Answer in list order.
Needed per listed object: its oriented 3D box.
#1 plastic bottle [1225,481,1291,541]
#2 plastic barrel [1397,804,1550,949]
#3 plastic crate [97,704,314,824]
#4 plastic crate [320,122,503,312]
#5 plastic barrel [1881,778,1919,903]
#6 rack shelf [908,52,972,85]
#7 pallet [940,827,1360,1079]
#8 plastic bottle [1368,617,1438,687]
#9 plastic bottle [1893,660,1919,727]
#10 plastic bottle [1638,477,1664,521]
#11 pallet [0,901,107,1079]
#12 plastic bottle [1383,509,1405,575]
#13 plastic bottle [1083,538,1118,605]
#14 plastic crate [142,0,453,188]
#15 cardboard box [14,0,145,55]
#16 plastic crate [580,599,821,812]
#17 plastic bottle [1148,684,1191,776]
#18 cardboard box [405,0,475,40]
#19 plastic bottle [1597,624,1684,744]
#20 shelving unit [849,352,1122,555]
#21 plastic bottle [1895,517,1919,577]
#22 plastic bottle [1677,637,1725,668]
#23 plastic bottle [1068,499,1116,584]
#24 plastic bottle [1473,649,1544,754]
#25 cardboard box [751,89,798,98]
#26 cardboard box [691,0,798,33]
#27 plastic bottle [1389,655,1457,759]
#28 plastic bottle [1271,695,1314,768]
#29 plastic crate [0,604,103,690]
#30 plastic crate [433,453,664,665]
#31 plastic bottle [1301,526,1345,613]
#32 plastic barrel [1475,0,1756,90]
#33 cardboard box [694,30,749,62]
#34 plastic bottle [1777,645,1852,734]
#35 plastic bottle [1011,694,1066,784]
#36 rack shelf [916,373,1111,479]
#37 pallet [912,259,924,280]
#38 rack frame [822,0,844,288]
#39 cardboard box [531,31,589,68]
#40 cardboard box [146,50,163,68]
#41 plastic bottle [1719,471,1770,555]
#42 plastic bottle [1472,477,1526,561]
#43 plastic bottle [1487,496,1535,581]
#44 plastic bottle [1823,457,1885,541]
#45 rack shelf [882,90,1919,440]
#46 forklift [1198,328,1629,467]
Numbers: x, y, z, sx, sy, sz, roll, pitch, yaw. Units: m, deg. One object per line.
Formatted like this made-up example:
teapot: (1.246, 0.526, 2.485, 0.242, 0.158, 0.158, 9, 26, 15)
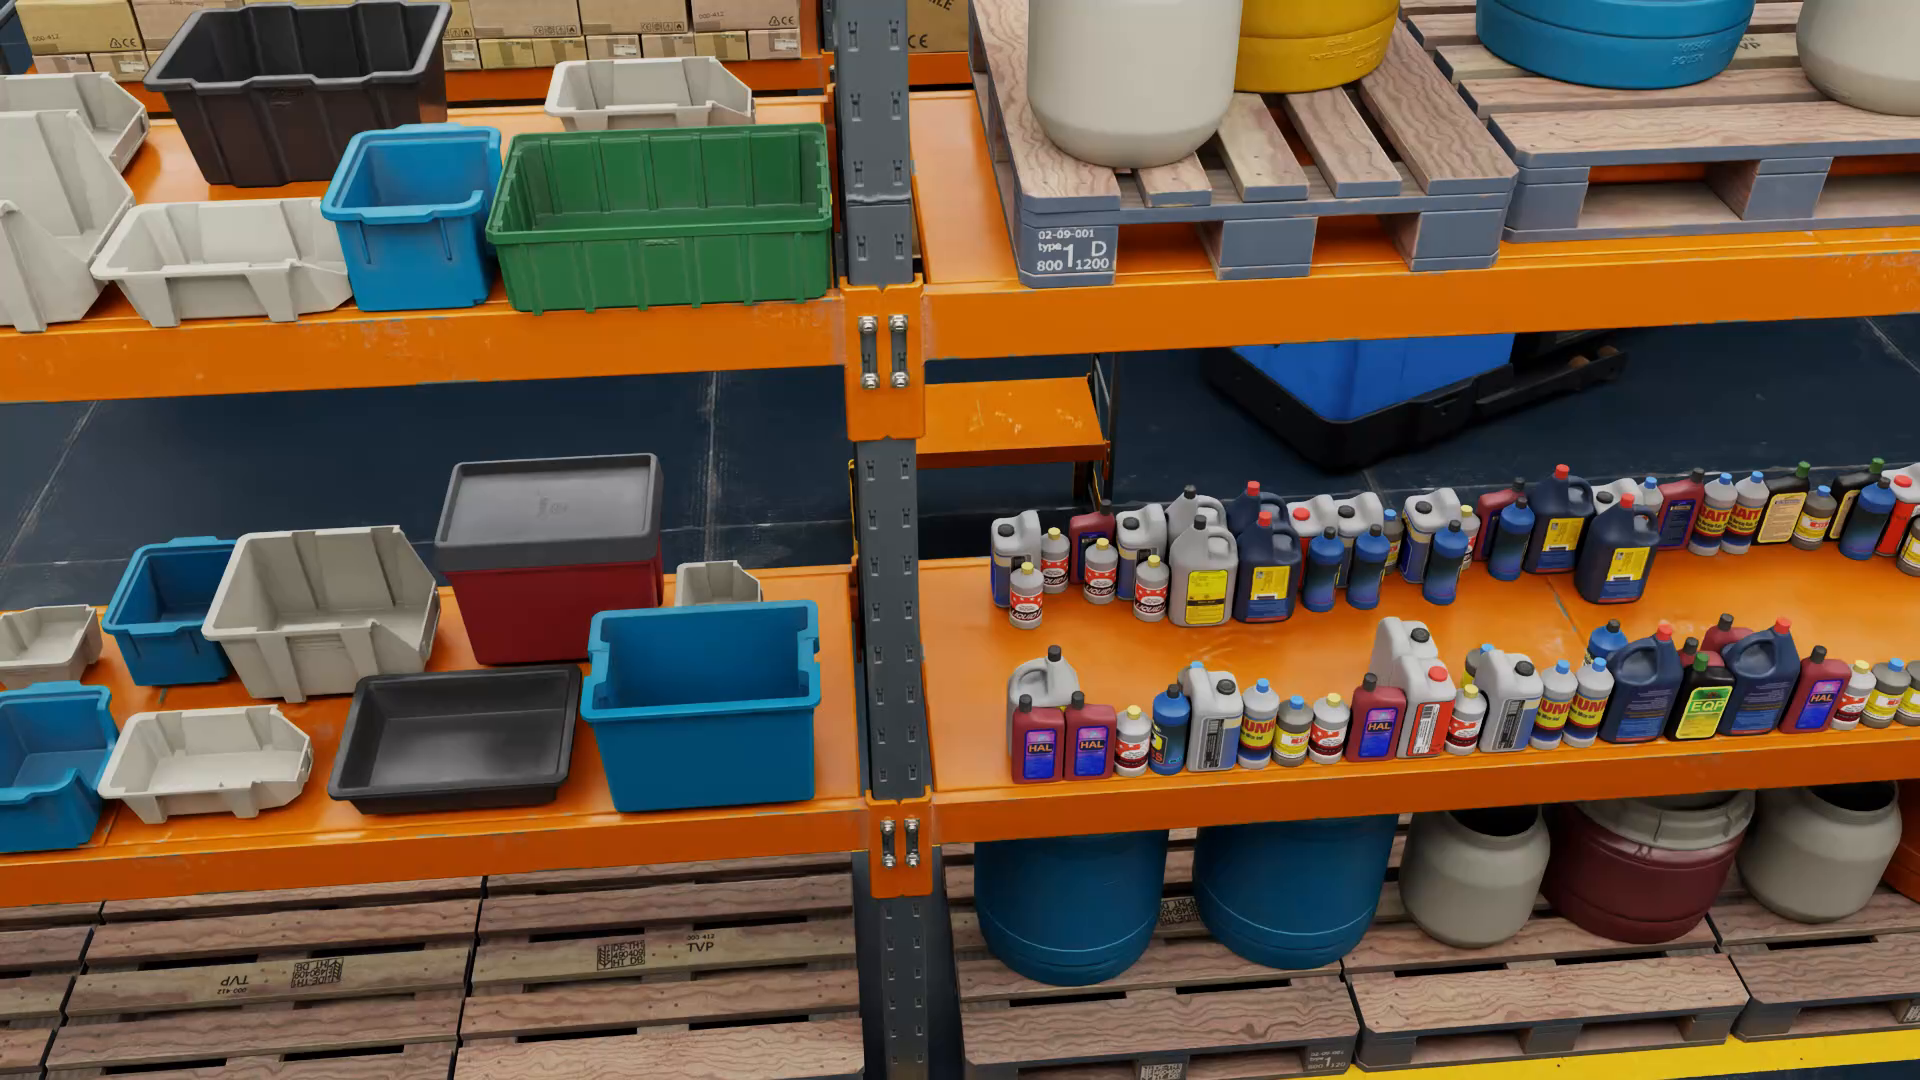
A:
plastic bottle: (0.869, -0.024, 4.898, 0.185, 0.351, 0.144, -3, 38, -4)
plastic barrel: (1.617, 0.997, 5.234, 0.421, 0.512, 0.421, 0, 38, 0)
plastic crate: (-1.909, 0.580, 4.257, 0.466, 0.136, 0.293, -3, 38, -4)
plastic crate: (-1.080, -0.646, 3.360, 0.300, 0.233, 0.416, -3, 38, -4)
plastic barrel: (3.297, 0.724, 5.323, 0.708, 0.830, 0.600, -3, 38, -4)
rack shelf: (1.352, -2.664, 8.785, 4.000, 0.370, 1.077, -3, 38, -4)
pallet: (0.571, 1.298, 5.435, 1.213, 0.211, 1.003, -3, 38, -4)
plastic bottle: (1.202, 0.333, 4.506, 0.135, 0.276, 0.152, -3, 38, -4)
plastic bottle: (2.586, 0.398, 4.485, 0.097, 0.201, 0.097, 0, 38, 0)
plastic bottle: (2.055, -0.072, 5.024, 0.097, 0.271, 0.097, 0, 38, 0)
pallet: (-3.361, 1.512, 5.163, 1.213, 0.211, 1.003, -3, 38, -4)
plastic bottle: (1.276, -0.002, 4.991, 0.097, 0.201, 0.097, 0, 38, 0)
plastic bottle: (0.414, 0.083, 4.883, 0.097, 0.201, 0.097, 0, 38, 0)
plastic crate: (-1.463, -1.008, 3.790, 0.590, 0.269, 0.497, -3, 38, -4)
cardboard box: (-4.123, -2.535, 7.922, 0.500, 0.250, 0.500, -4, 38, -5)
plastic crate: (-0.636, 0.438, 4.237, 0.575, 0.384, 0.392, -3, 38, -4)
plastic bottle: (0.545, 0.483, 4.320, 0.097, 0.271, 0.097, 0, 38, 0)
cardboard box: (-2.585, -2.624, 8.036, 0.500, 0.250, 0.500, -4, 38, -5)
plastic bottle: (1.800, 0.368, 4.402, 0.185, 0.351, 0.144, -3, 38, -4)
shelving unit: (0.076, -0.593, 6.791, 1.083, 1.500, 0.587, -3, 38, -4)
plastic bottle: (2.892, 0.004, 4.984, 0.097, 0.201, 0.097, 0, 38, 0)
plastic bottle: (1.957, 0.374, 4.449, 0.133, 0.283, 0.061, -3, 38, -4)
plastic bottle: (0.389, 0.003, 4.918, 0.133, 0.283, 0.061, -3, 38, -4)
plastic bottle: (1.447, 0.414, 4.403, 0.135, 0.276, 0.152, -3, 38, -4)
cardboard box: (-1.305, -2.180, 8.968, 0.875, 0.875, 0.875, -3, 38, -4)
cardboard box: (-1.057, -2.708, 8.142, 0.500, 0.250, 0.500, -4, 38, -5)
plastic bottle: (1.215, 0.427, 4.387, 0.135, 0.276, 0.152, -3, 38, -4)
plastic bottle: (0.873, 0.492, 4.365, 0.097, 0.201, 0.097, 0, 38, 0)
plastic crate: (-2.531, 0.297, 4.616, 0.250, 0.136, 0.298, -3, 38, -4)
plastic crate: (-1.113, 0.065, 4.646, 0.583, 0.464, 0.402, -3, 38, -4)
plastic bottle: (1.058, 0.077, 4.835, 0.097, 0.271, 0.097, 0, 38, 0)
plastic barrel: (1.485, -1.508, 3.574, 0.708, 0.901, 0.600, -3, 38, -4)
cardboard box: (-1.172, -2.505, 8.206, 0.250, 0.149, 0.380, -2, 38, -3)
plastic bottle: (2.279, 0.394, 4.423, 0.133, 0.283, 0.061, -3, 38, -4)
plastic bottle: (0.201, 0.508, 4.278, 0.133, 0.283, 0.061, -3, 38, -4)
rack shelf: (0.085, -0.452, 6.903, 1.000, 0.185, 0.538, -3, 38, -4)
pallet: (0.122, -1.831, 9.400, 1.213, 0.211, 1.003, -3, 38, -4)
rack frame: (-0.640, -2.836, 8.423, 0.127, 3.000, 1.000, -3, 38, -4)
cardboard box: (-1.940, -2.462, 8.152, 0.250, 0.149, 0.380, -2, 38, -3)
cardboard box: (-3.731, -2.364, 8.027, 0.250, 0.149, 0.380, -4, 38, -5)
plastic bottle: (2.382, -0.090, 5.047, 0.097, 0.271, 0.097, 0, 38, 0)
plastic bottle: (1.620, -0.064, 5.004, 0.133, 0.283, 0.061, -3, 38, -4)
plastic bottle: (1.645, -0.012, 4.947, 0.097, 0.271, 0.097, 0, 38, 0)
plastic bottle: (2.725, -0.125, 5.081, 0.133, 0.283, 0.061, -3, 38, -4)
rack shelf: (1.791, -0.785, 3.983, 4.000, 0.370, 1.077, -3, 38, -4)
forklift: (2.712, -2.150, 7.608, 3.031, 2.935, 1.130, -20, 42, -23)
